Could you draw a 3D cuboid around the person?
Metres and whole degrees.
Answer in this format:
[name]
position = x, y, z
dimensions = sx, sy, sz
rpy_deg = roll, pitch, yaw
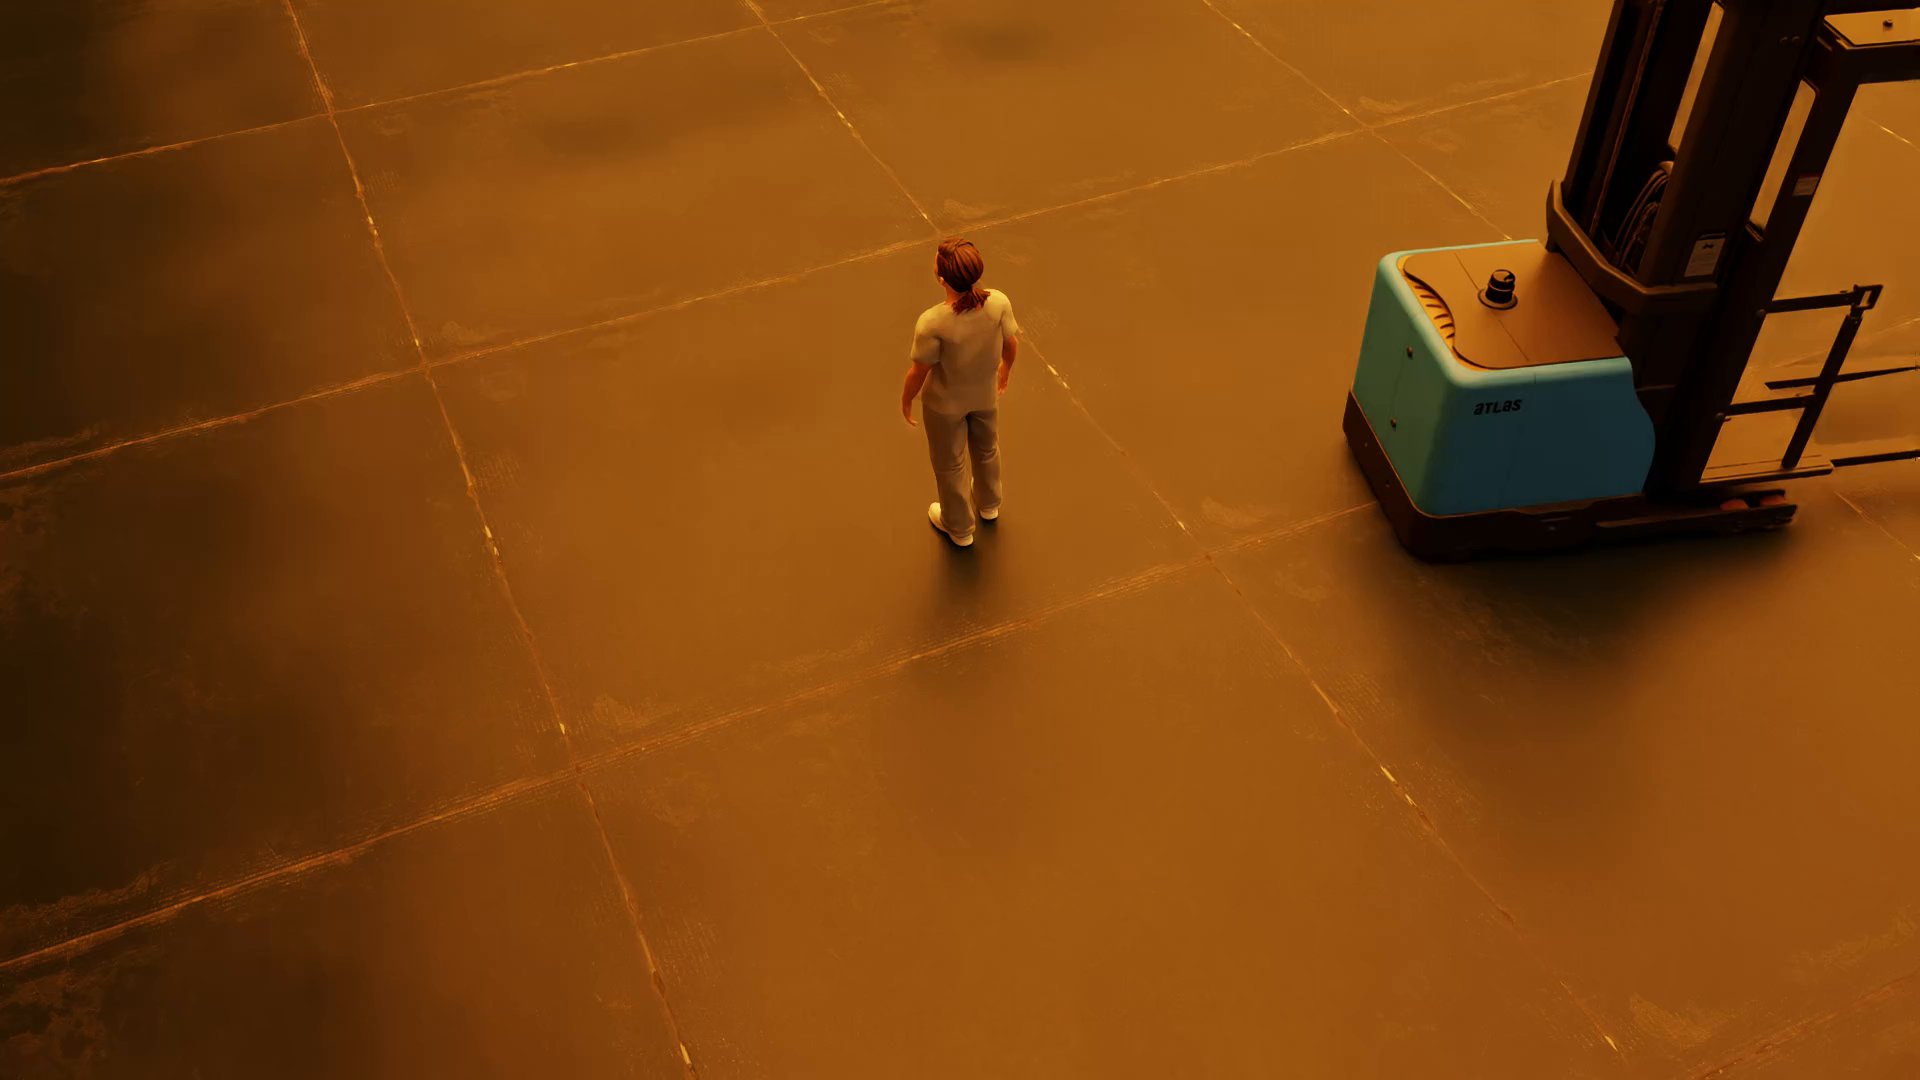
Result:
[person]
position = -0.018, -0.664, 7.308
dimensions = 0.549, 1.665, 0.549
rpy_deg = -18, 46, -18

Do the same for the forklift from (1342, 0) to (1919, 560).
[forklift]
position = 3.478, -1.454, 7.238
dimensions = 3.031, 2.935, 1.130
rpy_deg = -6, 43, -7
